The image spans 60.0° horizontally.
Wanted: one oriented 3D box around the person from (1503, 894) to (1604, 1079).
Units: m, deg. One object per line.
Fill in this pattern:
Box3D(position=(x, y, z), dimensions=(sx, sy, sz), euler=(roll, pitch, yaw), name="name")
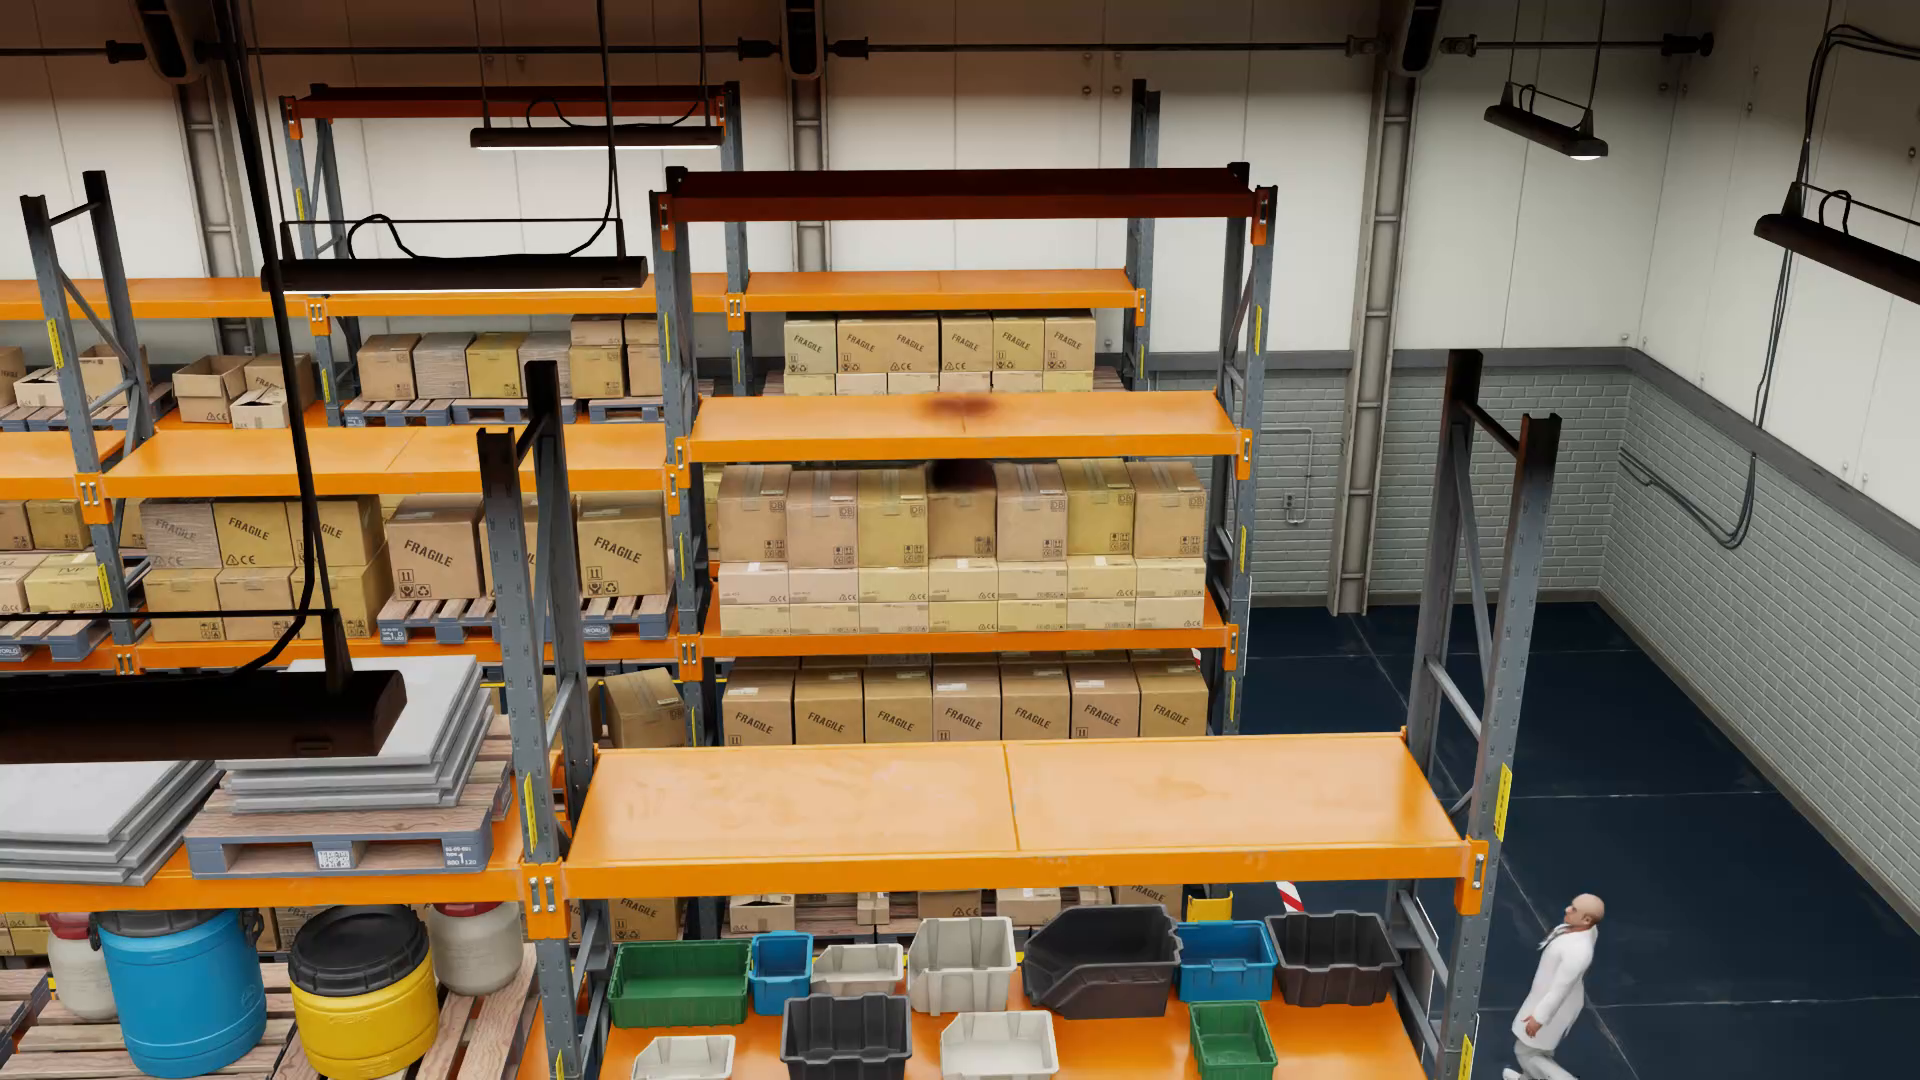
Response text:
Box3D(position=(4.015, 3.123, 11.112), dimensions=(0.760, 1.760, 0.607), euler=(20, 29, 40), name="person")
